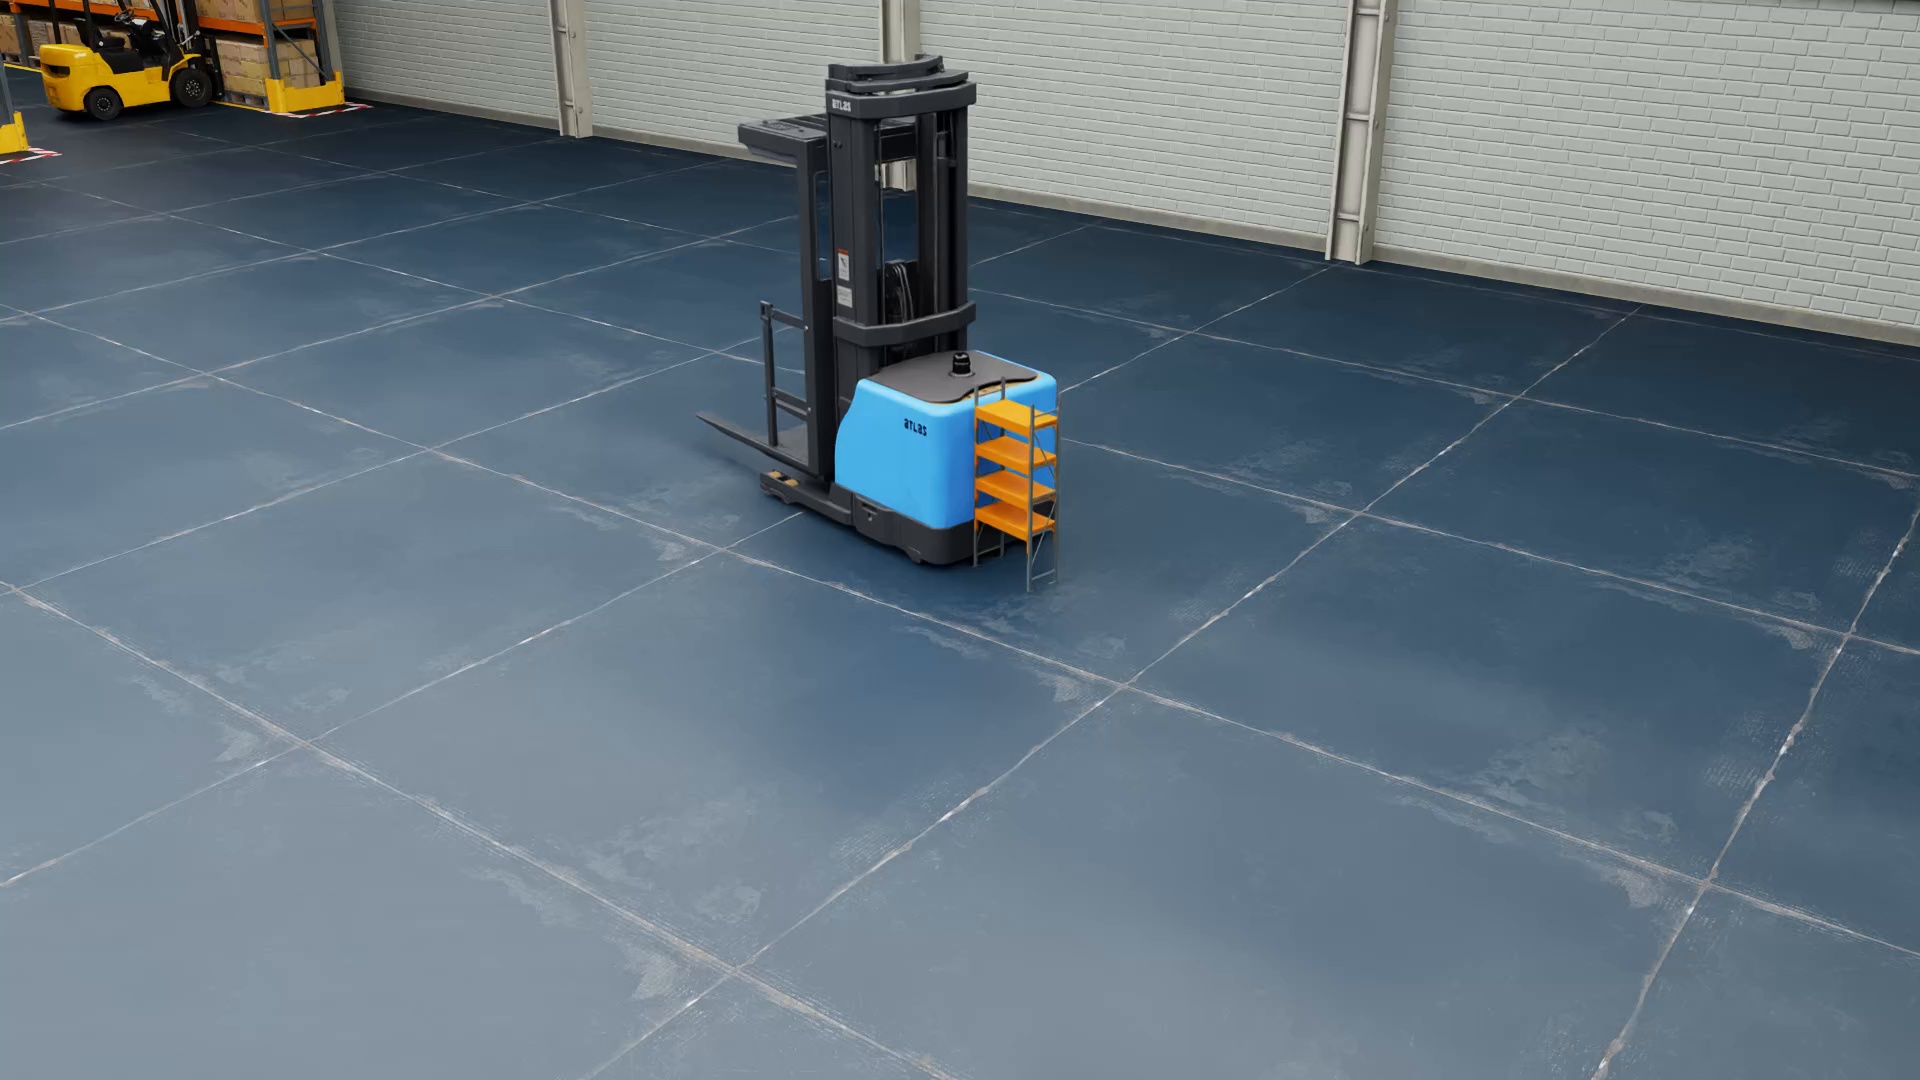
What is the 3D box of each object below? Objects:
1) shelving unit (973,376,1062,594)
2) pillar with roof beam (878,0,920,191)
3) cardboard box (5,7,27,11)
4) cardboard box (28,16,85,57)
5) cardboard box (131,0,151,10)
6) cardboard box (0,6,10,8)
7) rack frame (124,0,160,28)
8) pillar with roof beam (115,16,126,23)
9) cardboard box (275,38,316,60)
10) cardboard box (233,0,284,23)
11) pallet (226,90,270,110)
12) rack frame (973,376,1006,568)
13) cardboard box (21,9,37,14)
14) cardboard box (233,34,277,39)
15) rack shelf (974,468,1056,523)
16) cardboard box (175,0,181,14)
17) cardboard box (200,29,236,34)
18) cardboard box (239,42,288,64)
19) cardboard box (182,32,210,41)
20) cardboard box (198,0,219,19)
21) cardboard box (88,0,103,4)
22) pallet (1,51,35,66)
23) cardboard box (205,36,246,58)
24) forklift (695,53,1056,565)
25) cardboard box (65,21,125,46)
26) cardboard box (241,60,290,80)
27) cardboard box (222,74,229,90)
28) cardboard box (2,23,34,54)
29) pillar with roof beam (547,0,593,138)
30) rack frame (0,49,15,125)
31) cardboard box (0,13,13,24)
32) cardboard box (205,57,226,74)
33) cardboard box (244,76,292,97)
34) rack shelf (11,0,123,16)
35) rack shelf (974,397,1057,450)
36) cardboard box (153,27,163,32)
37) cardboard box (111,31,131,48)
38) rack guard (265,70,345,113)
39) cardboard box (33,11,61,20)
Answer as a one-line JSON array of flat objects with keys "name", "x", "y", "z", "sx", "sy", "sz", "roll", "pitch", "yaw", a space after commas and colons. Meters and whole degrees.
[{"name": "shelving unit", "x": 0.339, "y": -0.334, "z": 10.020, "sx": 0.258, "sy": 1.200, "sz": 0.503, "roll": -19, "pitch": 30, "yaw": -37}, {"name": "pillar with roof beam", "x": -3.310, "y": -7.127, "z": 15.764, "sx": 0.400, "sy": 9.000, "sz": 9.100, "roll": 17, "pitch": 29, "yaw": 33}, {"name": "cardboard box", "x": -17.789, "y": -9.970, "z": 31.432, "sx": 0.250, "sy": 0.149, "sz": 0.380, "roll": 16, "pitch": 28, "yaw": 32}, {"name": "cardboard box", "x": -16.224, "y": -9.098, "z": 30.102, "sx": 0.625, "sy": 0.625, "sz": 0.875, "roll": 18, "pitch": 29, "yaw": 35}, {"name": "cardboard box", "x": -13.316, "y": -9.034, "z": 27.410, "sx": 0.500, "sy": 0.500, "sz": 0.500, "roll": 16, "pitch": 28, "yaw": 32}, {"name": "cardboard box", "x": -18.203, "y": -10.094, "z": 31.713, "sx": 0.250, "sy": 0.149, "sz": 0.380, "roll": 16, "pitch": 28, "yaw": 31}, {"name": "rack frame", "x": -13.515, "y": -9.180, "z": 27.865, "sx": 0.127, "sy": 3.000, "sz": 1.000, "roll": 17, "pitch": 29, "yaw": 33}, {"name": "pillar with roof beam", "x": -17.713, "y": -11.479, "z": 25.643, "sx": 0.400, "sy": 9.000, "sz": 9.100, "roll": 17, "pitch": 29, "yaw": 33}, {"name": "cardboard box", "x": -10.585, "y": -7.782, "z": 26.340, "sx": 0.500, "sy": 0.250, "sz": 0.500, "roll": 16, "pitch": 29, "yaw": 33}, {"name": "cardboard box", "x": -10.865, "y": -8.293, "z": 25.728, "sx": 0.500, "sy": 0.500, "sz": 0.500, "roll": 16, "pitch": 28, "yaw": 32}, {"name": "pallet", "x": -10.951, "y": -7.108, "z": 26.621, "sx": 1.213, "sy": 0.211, "sz": 1.003, "roll": 17, "pitch": 29, "yaw": 33}, {"name": "rack frame", "x": 0.179, "y": -0.409, "z": 10.189, "sx": 0.240, "sy": 1.200, "sz": 0.015, "roll": -19, "pitch": 30, "yaw": -37}, {"name": "cardboard box", "x": -17.389, "y": -9.826, "z": 31.107, "sx": 0.250, "sy": 0.149, "sz": 0.380, "roll": 17, "pitch": 29, "yaw": 34}, {"name": "cardboard box", "x": -11.381, "y": -8.026, "z": 26.894, "sx": 0.500, "sy": 0.250, "sz": 0.500, "roll": 17, "pitch": 29, "yaw": 33}, {"name": "rack shelf", "x": 0.339, "y": -0.273, "z": 10.048, "sx": 0.258, "sy": 0.148, "sz": 0.480, "roll": -19, "pitch": 30, "yaw": -37}, {"name": "cardboard box", "x": -12.484, "y": -8.792, "z": 26.860, "sx": 0.500, "sy": 0.500, "sz": 0.500, "roll": 16, "pitch": 29, "yaw": 33}, {"name": "cardboard box", "x": -12.194, "y": -8.271, "z": 27.450, "sx": 0.500, "sy": 0.250, "sz": 0.500, "roll": 17, "pitch": 29, "yaw": 34}, {"name": "cardboard box", "x": -10.869, "y": -7.615, "z": 25.962, "sx": 0.500, "sy": 0.250, "sz": 0.500, "roll": 18, "pitch": 29, "yaw": 35}, {"name": "cardboard box", "x": -12.508, "y": -8.110, "z": 27.085, "sx": 0.500, "sy": 0.250, "sz": 0.500, "roll": 18, "pitch": 29, "yaw": 35}, {"name": "cardboard box", "x": -11.685, "y": -8.545, "z": 26.300, "sx": 0.500, "sy": 0.500, "sz": 0.500, "roll": 16, "pitch": 29, "yaw": 32}, {"name": "cardboard box", "x": -14.480, "y": -9.269, "z": 28.252, "sx": 0.500, "sy": 0.250, "sz": 0.500, "roll": 17, "pitch": 29, "yaw": 33}, {"name": "pallet", "x": -17.290, "y": -9.064, "z": 31.060, "sx": 1.213, "sy": 0.211, "sz": 1.003, "roll": 17, "pitch": 29, "yaw": 33}, {"name": "cardboard box", "x": -11.691, "y": -7.856, "z": 26.508, "sx": 0.500, "sy": 0.250, "sz": 0.500, "roll": 17, "pitch": 29, "yaw": 34}, {"name": "forklift", "x": -0.723, "y": -1.705, "z": 10.984, "sx": 1.130, "sy": 2.935, "sz": 3.031, "roll": -19, "pitch": 30, "yaw": -37}, {"name": "cardboard box", "x": -15.158, "y": -8.780, "z": 29.380, "sx": 0.625, "sy": 0.625, "sz": 0.875, "roll": 15, "pitch": 28, "yaw": 31}, {"name": "cardboard box", "x": -10.891, "y": -7.392, "z": 26.077, "sx": 0.500, "sy": 0.250, "sz": 0.500, "roll": 16, "pitch": 29, "yaw": 33}, {"name": "cardboard box", "x": -11.666, "y": -7.406, "z": 26.727, "sx": 0.500, "sy": 0.250, "sz": 0.500, "roll": 17, "pitch": 29, "yaw": 34}, {"name": "cardboard box", "x": -17.183, "y": -9.229, "z": 30.555, "sx": 0.500, "sy": 0.500, "sz": 0.500, "roll": 18, "pitch": 29, "yaw": 35}, {"name": "pillar with roof beam", "x": -8.111, "y": -8.578, "z": 19.057, "sx": 0.400, "sy": 9.000, "sz": 9.100, "roll": 17, "pitch": 29, "yaw": 33}, {"name": "rack frame", "x": -13.288, "y": -6.611, "z": 22.033, "sx": 0.127, "sy": 3.000, "sz": 1.000, "roll": 17, "pitch": 29, "yaw": 33}, {"name": "cardboard box", "x": -17.499, "y": -9.586, "z": 30.562, "sx": 0.250, "sy": 0.149, "sz": 0.380, "roll": 15, "pitch": 28, "yaw": 31}, {"name": "cardboard box", "x": -11.711, "y": -7.635, "z": 26.628, "sx": 0.500, "sy": 0.250, "sz": 0.500, "roll": 16, "pitch": 28, "yaw": 32}, {"name": "cardboard box", "x": -10.879, "y": -7.159, "z": 26.166, "sx": 0.500, "sy": 0.250, "sz": 0.500, "roll": 17, "pitch": 29, "yaw": 34}, {"name": "rack shelf", "x": -15.115, "y": -9.335, "z": 29.108, "sx": 4.000, "sy": 0.370, "sz": 1.077, "roll": 17, "pitch": 29, "yaw": 33}, {"name": "rack shelf", "x": 0.339, "y": -0.694, "z": 9.862, "sx": 0.258, "sy": 0.148, "sz": 0.480, "roll": -19, "pitch": 30, "yaw": -37}, {"name": "cardboard box", "x": -13.316, "y": -8.353, "z": 27.638, "sx": 0.500, "sy": 0.250, "sz": 0.500, "roll": 16, "pitch": 29, "yaw": 33}, {"name": "cardboard box", "x": -13.939, "y": -8.408, "z": 28.538, "sx": 0.625, "sy": 0.625, "sz": 0.875, "roll": 18, "pitch": 30, "yaw": 36}, {"name": "rack guard", "x": -10.295, "y": -7.063, "z": 26.161, "sx": 0.348, "sy": 0.500, "sz": 1.175, "roll": 17, "pitch": 29, "yaw": 33}, {"name": "cardboard box", "x": -16.946, "y": -9.719, "z": 30.864, "sx": 0.250, "sy": 0.149, "sz": 0.380, "roll": 19, "pitch": 30, "yaw": 36}]
